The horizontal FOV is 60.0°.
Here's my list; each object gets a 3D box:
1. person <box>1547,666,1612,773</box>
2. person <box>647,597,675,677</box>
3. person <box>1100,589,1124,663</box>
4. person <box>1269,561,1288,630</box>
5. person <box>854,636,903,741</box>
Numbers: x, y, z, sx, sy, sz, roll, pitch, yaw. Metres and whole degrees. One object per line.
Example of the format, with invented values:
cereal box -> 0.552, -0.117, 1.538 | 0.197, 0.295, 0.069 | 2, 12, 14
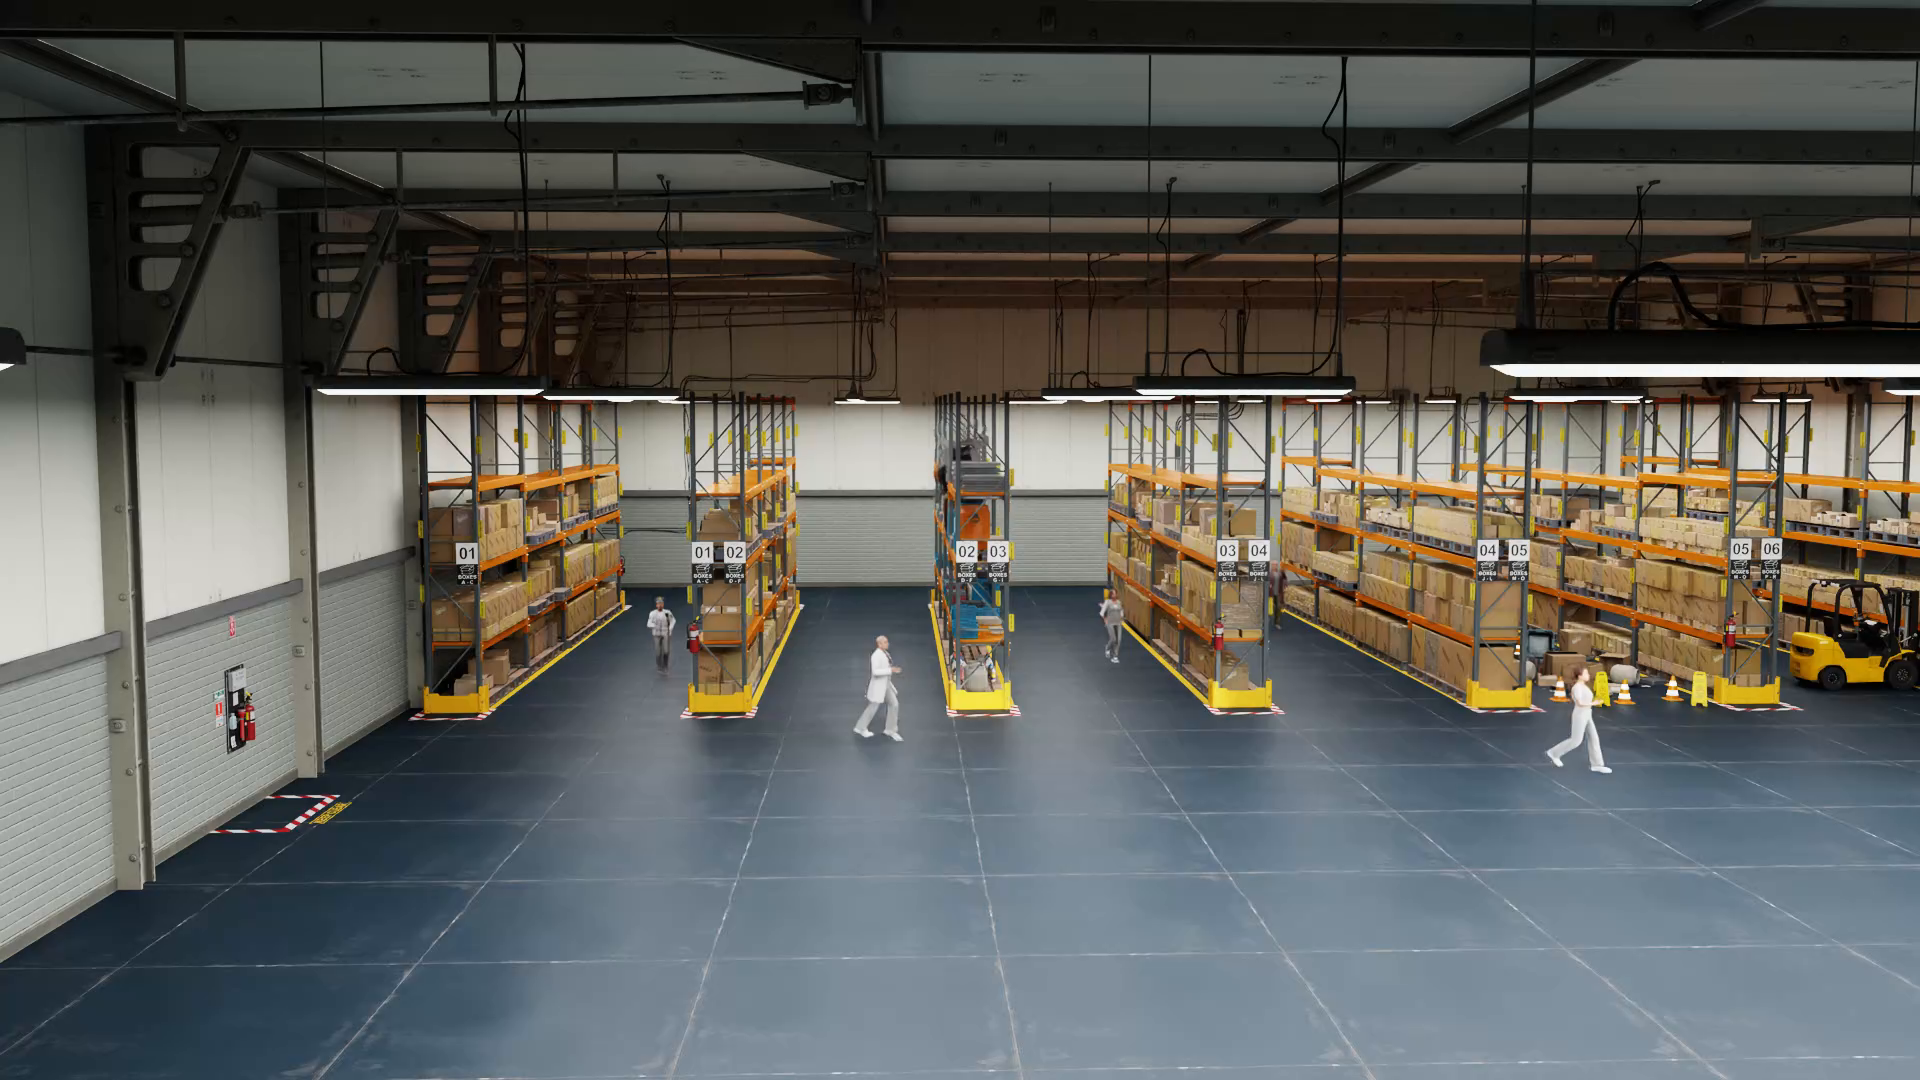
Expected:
person -> 9.709, 2.788, 26.008 | 0.963, 1.647, 0.569 | 3, 5, 32
person -> -6.336, 2.059, 35.308 | 0.594, 1.712, 0.638 | -1, 5, -11
person -> 3.275, 1.820, 35.418 | 0.527, 1.557, 0.496 | -1, 5, -18
person -> 8.128, 1.405, 42.872 | 0.724, 1.742, 1.079 | 0, 5, -1
person -> -1.379, 2.585, 28.528 | 0.923, 1.716, 0.610 | 2, 5, 24
